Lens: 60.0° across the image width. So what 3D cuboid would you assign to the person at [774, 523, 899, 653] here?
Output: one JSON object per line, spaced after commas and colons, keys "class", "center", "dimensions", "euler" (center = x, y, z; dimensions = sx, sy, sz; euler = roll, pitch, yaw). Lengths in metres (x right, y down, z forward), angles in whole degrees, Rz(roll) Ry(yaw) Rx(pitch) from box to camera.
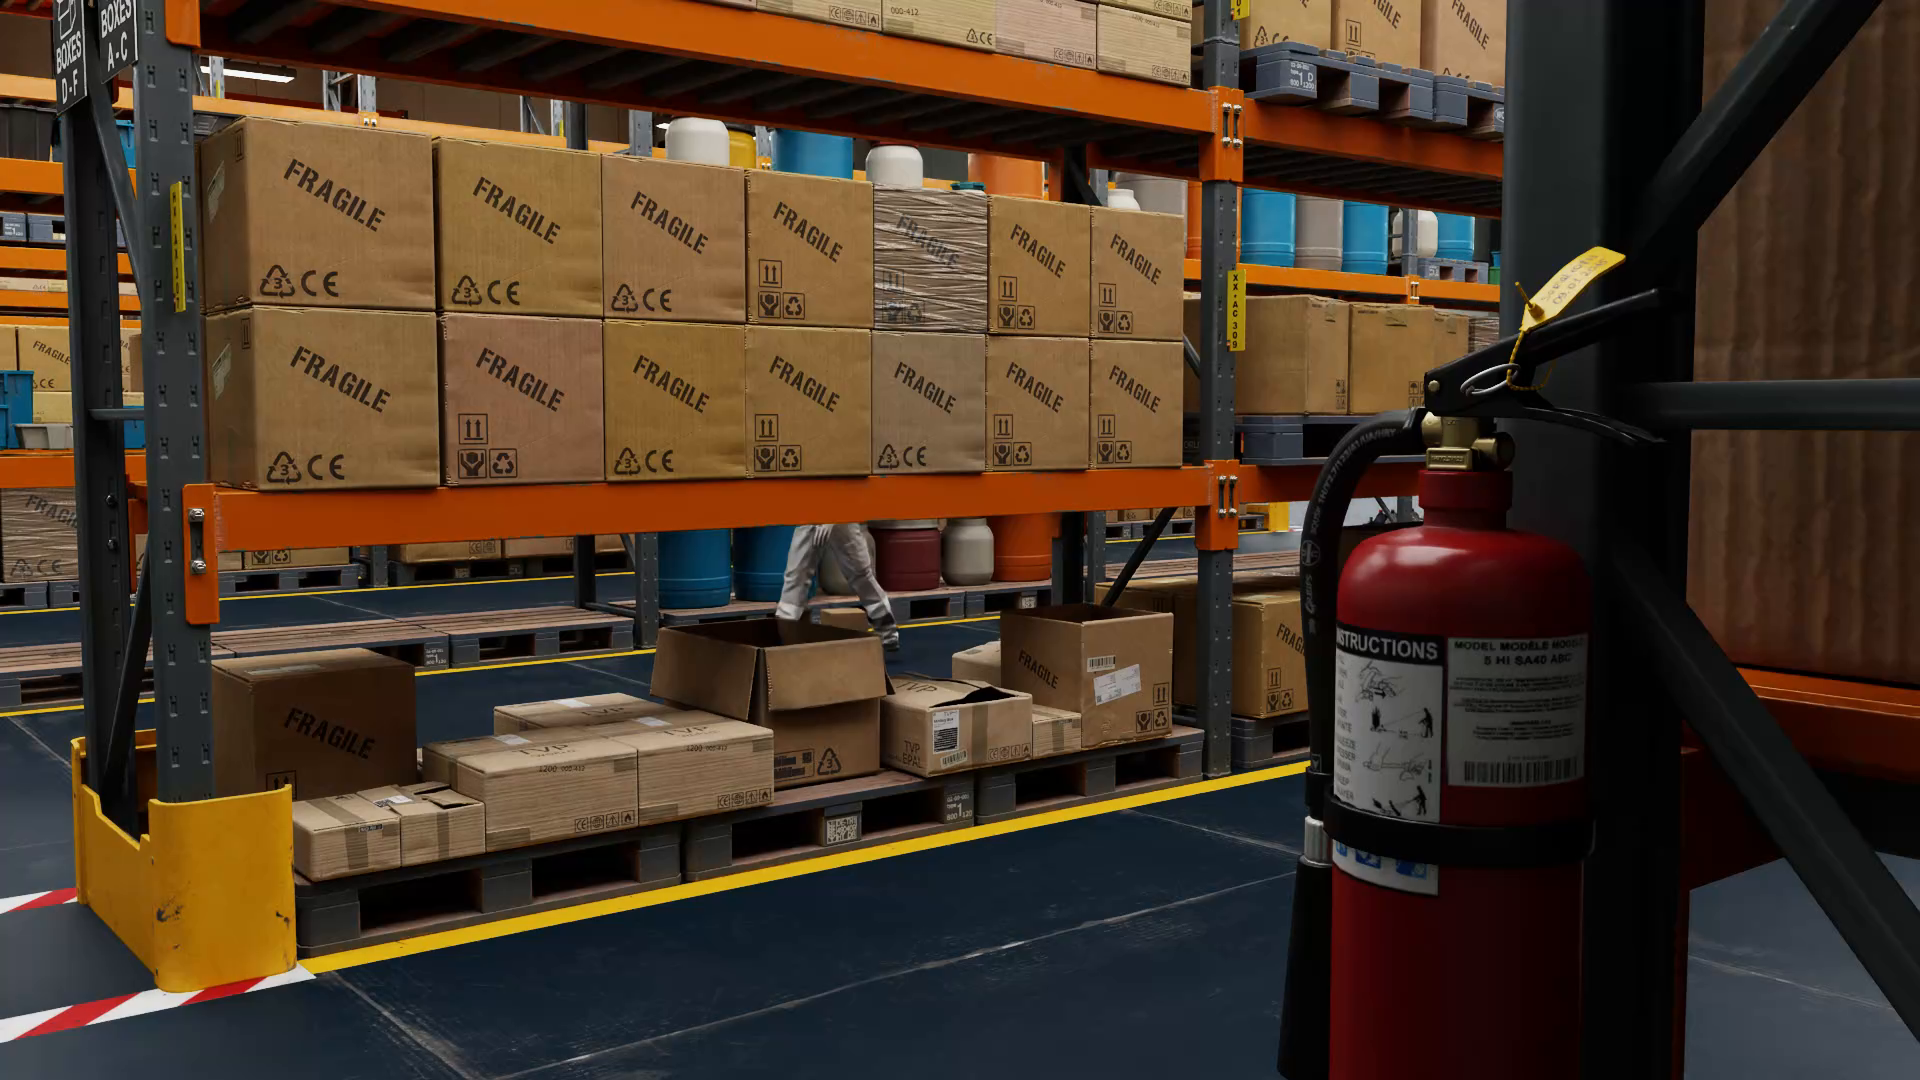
{"class": "person", "center": [-0.823, -0.139, 9.952], "dimensions": [1.001, 1.736, 0.552], "euler": [-3, 5, -35]}
